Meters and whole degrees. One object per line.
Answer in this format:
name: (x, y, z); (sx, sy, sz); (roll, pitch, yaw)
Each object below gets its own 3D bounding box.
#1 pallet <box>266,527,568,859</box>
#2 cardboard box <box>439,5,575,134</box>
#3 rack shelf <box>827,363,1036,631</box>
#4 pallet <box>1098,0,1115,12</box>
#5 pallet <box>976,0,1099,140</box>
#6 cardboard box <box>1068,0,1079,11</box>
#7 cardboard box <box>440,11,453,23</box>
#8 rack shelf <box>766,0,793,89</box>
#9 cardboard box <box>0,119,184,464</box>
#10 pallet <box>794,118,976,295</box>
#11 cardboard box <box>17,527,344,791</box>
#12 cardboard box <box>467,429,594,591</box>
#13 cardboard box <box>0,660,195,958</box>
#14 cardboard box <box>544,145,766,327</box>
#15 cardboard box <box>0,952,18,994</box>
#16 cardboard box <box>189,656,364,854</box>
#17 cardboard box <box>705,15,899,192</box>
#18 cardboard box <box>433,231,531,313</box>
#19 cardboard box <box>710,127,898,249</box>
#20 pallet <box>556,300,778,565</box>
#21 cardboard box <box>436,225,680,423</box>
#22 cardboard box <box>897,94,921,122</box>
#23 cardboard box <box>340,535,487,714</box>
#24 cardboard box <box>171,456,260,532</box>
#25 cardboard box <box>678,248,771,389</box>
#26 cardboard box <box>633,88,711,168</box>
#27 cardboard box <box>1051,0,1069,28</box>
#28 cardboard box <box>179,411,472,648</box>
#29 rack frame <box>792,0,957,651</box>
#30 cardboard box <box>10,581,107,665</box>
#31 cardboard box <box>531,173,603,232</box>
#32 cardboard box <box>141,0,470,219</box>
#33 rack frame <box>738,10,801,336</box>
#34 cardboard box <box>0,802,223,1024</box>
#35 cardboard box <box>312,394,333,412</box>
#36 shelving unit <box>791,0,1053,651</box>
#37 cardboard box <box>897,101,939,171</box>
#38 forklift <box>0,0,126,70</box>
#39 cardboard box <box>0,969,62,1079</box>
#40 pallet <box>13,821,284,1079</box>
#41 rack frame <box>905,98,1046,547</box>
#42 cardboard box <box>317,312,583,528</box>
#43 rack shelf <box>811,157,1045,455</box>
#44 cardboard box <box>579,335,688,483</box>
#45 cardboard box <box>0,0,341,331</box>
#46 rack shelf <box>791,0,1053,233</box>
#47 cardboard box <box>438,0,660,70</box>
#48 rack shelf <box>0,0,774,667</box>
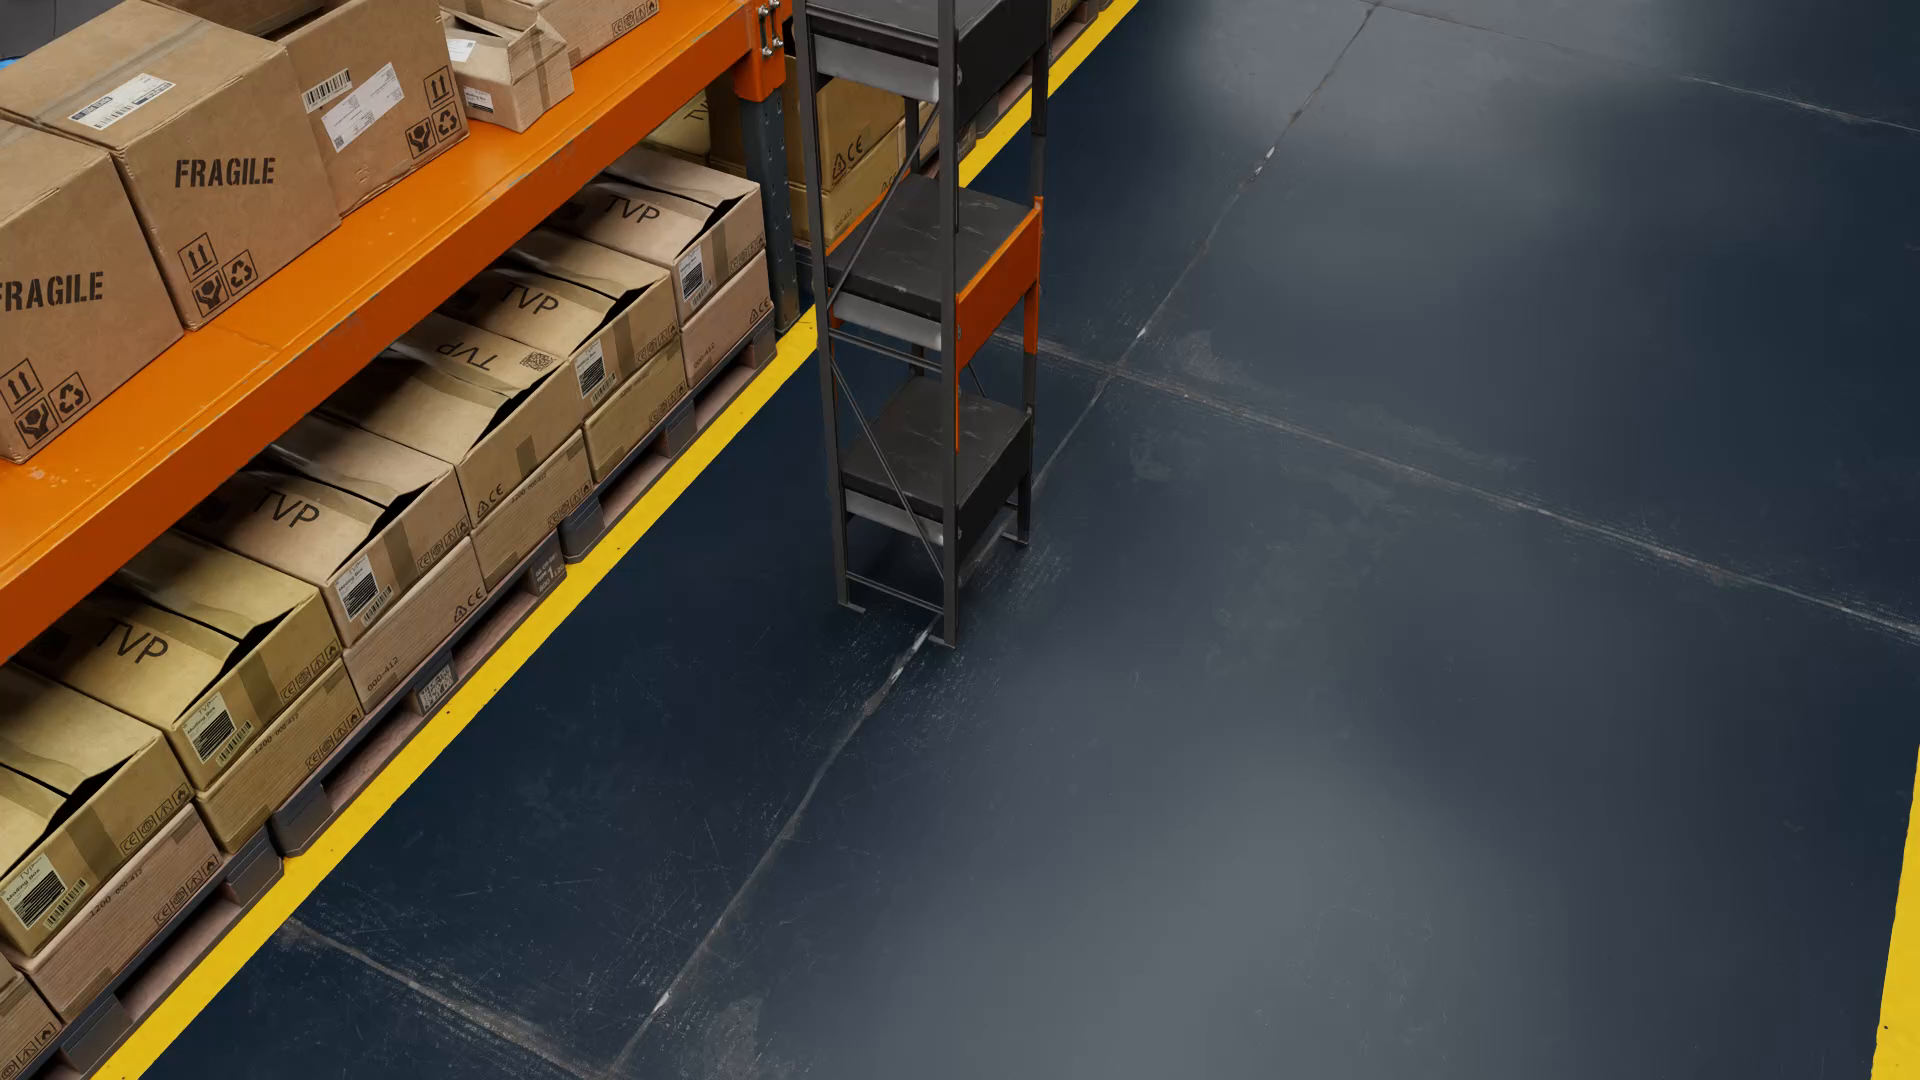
pallet: (-1.922, 0.238, 4.866); (1.003, 0.211, 1.213); (20, 49, 19)
cardboard box: (-1.295, -1.329, 4.549); (0.396, 0.266, 0.258); (19, 48, 18)
rack shelf: (-0.077, -0.132, 4.908); (0.431, 0.518, 0.480); (20, 49, 19)
pallet: (0.489, -3.035, 8.101); (1.003, 0.211, 1.213); (20, 49, 19)
pallet: (-0.078, -2.269, 7.344); (1.003, 0.211, 1.213); (20, 49, 19)
cardboard box: (0.368, -2.621, 7.370); (0.500, 0.250, 0.500); (20, 49, 19)
cardboard box: (-1.642, -1.411, 4.713); (0.380, 0.149, 0.250); (20, 49, 19)
rack shelf: (-0.121, -2.998, 6.609); (1.077, 0.370, 4.000); (20, 49, 19)
cardboard box: (-2.142, -0.568, 3.632); (0.500, 0.500, 0.500); (18, 48, 17)
pallet: (-0.643, -1.497, 6.581); (1.003, 0.211, 1.213); (20, 49, 19)
cardboard box: (-1.928, 0.264, 4.124); (0.500, 0.311, 0.500); (19, 48, 18)
cardboard box: (-1.459, -0.174, 4.951); (0.500, 0.250, 0.500); (21, 49, 20)
cardboard box: (-2.167, 0.585, 3.807); (0.500, 0.311, 0.500); (19, 48, 18)
cardboard box: (-0.984, -1.019, 5.392); (0.500, 0.311, 0.500); (20, 49, 19)
cardboard box: (-2.403, 0.918, 3.477); (0.500, 0.311, 0.500); (22, 49, 20)
cardboard box: (-1.934, 0.469, 4.316); (0.500, 0.250, 0.500); (19, 48, 18)
cardboard box: (-0.557, -1.624, 5.857); (0.500, 0.500, 0.500); (20, 49, 19)
cardboard box: (-1.699, -0.877, 5.251); (0.500, 0.311, 0.500); (20, 49, 19)
cardboard box: (-0.566, -1.364, 6.127); (0.500, 0.250, 0.500); (20, 49, 19)
pallet: (-1.357, -0.533, 5.629); (1.003, 0.211, 1.213); (20, 49, 19)
cardboard box: (-1.219, -0.689, 5.066); (0.500, 0.311, 0.500); (22, 49, 20)
cardboard box: (-0.332, -1.941, 6.171); (0.500, 0.500, 0.500); (20, 49, 19)
cardboard box: (-1.696, 0.146, 4.635); (0.500, 0.250, 0.500); (21, 49, 20)
cardboard box: (-2.174, -0.222, 4.604); (0.500, 0.311, 0.500); (22, 49, 20)
cardboard box: (-0.985, -0.815, 5.584); (0.500, 0.250, 0.500); (20, 49, 19)
cardboard box: (-1.028, -1.536, 6.297); (0.500, 0.250, 0.500); (20, 49, 19)
cardboard box: (0.134, -2.307, 7.059); (0.500, 0.250, 0.500); (20, 49, 19)
cardboard box: (-1.690, -0.060, 4.444); (0.500, 0.311, 0.500); (20, 49, 19)
rack frame: (-0.190, -0.480, 4.248); (0.400, 2.100, 0.015); (20, 49, 19)
cardboard box: (-2.409, 0.093, 4.292); (0.500, 0.311, 0.500); (20, 49, 19)
cardboard box: (-1.462, -1.191, 5.561); (0.500, 0.311, 0.500); (21, 49, 19)
cardboard box: (-1.665, -1.215, 4.272); (0.500, 0.500, 0.500); (24, 50, 22)
rack frame: (-1.049, -1.990, 5.108); (1.000, 3.000, 0.127); (20, 49, 19)
cardboard box: (-2.170, 0.798, 3.990); (0.500, 0.250, 0.500); (19, 48, 18)
cardboard box: (-1.938, -0.550, 4.929); (0.500, 0.311, 0.500); (19, 48, 18)
shelving unit: (-0.077, -0.634, 4.400); (0.431, 2.100, 0.503); (20, 49, 19)
cardboard box: (-0.329, -1.677, 6.436); (0.500, 0.250, 0.500); (20, 49, 19)
forklift: (-4.104, -1.793, 4.961); (3.031, 2.935, 1.130); (-17, 48, -17)
cardboard box: (-2.403, 1.115, 3.677); (0.500, 0.250, 0.500); (20, 49, 19)
pallet: (-2.490, 1.004, 4.109); (1.003, 0.211, 1.213); (20, 49, 19)
rack frame: (0.036, -0.788, 4.552); (0.400, 2.100, 0.015); (20, 49, 19)
cardboard box: (-1.453, -0.375, 4.756); (0.500, 0.311, 0.500); (20, 49, 19)
rack shelf: (-0.077, -0.624, 4.410); (0.431, 0.518, 0.480); (20, 49, 19)
cardboard box: (-1.222, -0.497, 5.270); (0.500, 0.250, 0.500); (20, 49, 18)
cardboard box: (-1.897, -0.900, 3.960); (0.500, 0.500, 0.500); (21, 49, 19)
rack shelf: (-0.077, -1.116, 3.912); (0.431, 0.518, 0.480); (20, 49, 19)
cardboard box: (-1.239, -1.613, 4.841); (0.500, 0.250, 0.500); (23, 50, 21)
rack shelf: (-1.978, -0.478, 4.119); (1.077, 0.370, 4.000); (20, 49, 19)
